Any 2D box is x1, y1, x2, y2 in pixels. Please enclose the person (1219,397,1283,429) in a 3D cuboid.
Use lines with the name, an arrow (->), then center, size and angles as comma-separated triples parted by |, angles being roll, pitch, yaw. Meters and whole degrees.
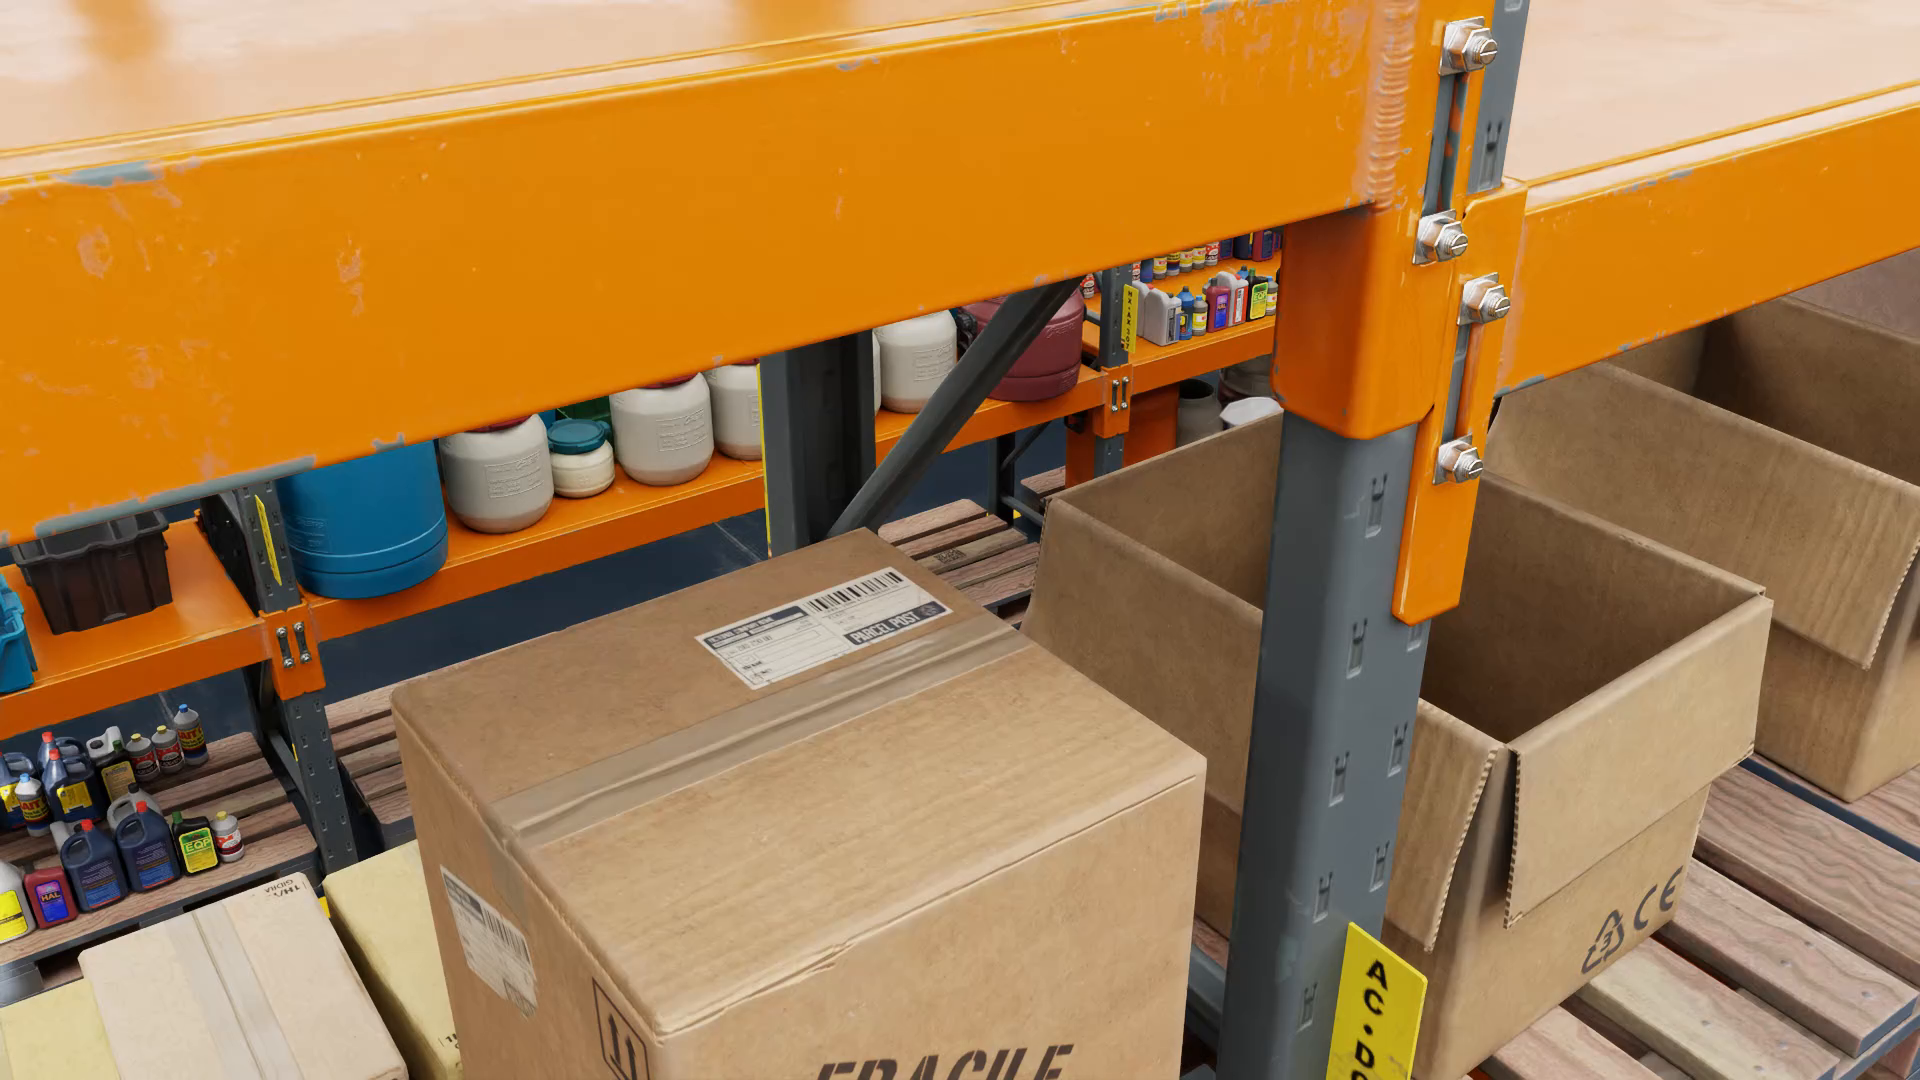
person -> 1.198, 0.196, 7.271 | 0.396, 1.656, 0.519 | -21, 35, -33
